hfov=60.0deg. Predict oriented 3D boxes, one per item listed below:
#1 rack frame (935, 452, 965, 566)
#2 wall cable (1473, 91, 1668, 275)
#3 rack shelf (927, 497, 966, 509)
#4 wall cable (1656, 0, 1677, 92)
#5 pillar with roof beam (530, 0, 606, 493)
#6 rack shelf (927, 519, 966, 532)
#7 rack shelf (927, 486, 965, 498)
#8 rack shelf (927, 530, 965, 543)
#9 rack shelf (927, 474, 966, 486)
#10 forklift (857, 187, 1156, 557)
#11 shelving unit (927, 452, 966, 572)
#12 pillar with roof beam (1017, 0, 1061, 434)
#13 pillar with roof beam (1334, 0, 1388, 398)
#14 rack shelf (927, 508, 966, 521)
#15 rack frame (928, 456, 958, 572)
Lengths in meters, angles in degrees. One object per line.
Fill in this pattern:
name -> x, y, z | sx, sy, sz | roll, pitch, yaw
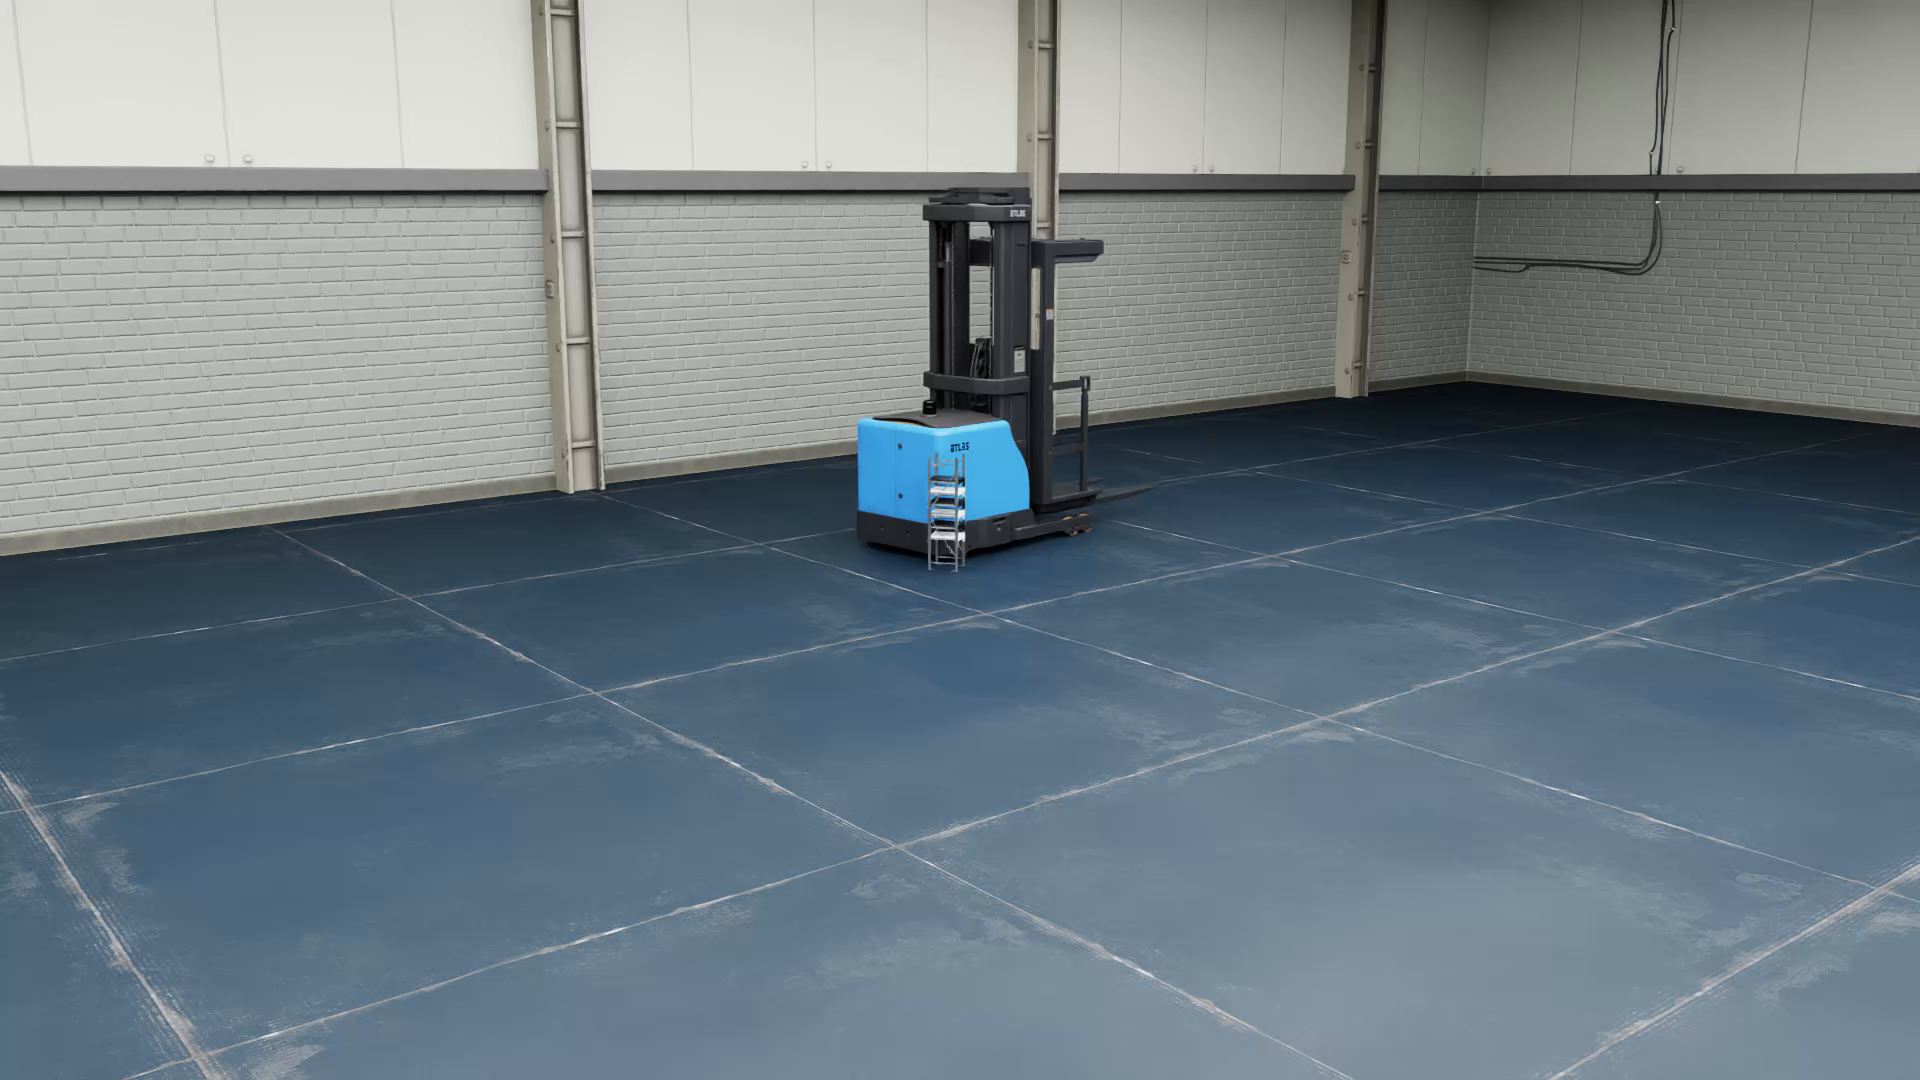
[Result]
rack frame -> -0.079, -0.240, 13.091 | 0.240, 0.900, 0.006 | 3, 13, 15
wall cable -> 8.729, -5.114, 24.022 | 0.112, 2.526, 3.097 | -9, 15, -38
rack shelf -> -0.106, -0.275, 12.984 | 0.258, 0.077, 0.200 | 3, 13, 15
wall cable -> 10.419, -7.145, 21.431 | 0.112, 2.526, 3.097 | -9, 15, -38
pillar with roof beam -> -1.079, -4.209, 12.288 | 0.400, 9.000, 9.100 | -9, 15, -38
rack shelf -> -0.106, -0.099, 13.022 | 0.258, 0.077, 0.200 | 3, 13, 15
rack shelf -> -0.106, -0.363, 12.965 | 0.258, 0.077, 0.200 | 3, 13, 15
rack shelf -> -0.106, -0.011, 13.041 | 0.258, 0.077, 0.200 | 3, 13, 15
rack shelf -> -0.106, -0.451, 12.946 | 0.258, 0.077, 0.200 | 3, 13, 15
forklift -> 0.528, -1.535, 14.300 | 1.130, 2.935, 3.031 | 11, 16, 43
shelving unit -> -0.106, -0.220, 12.996 | 0.258, 0.900, 0.210 | 3, 13, 15
pillar with roof beam -> 3.606, -4.988, 15.954 | 0.400, 9.000, 9.100 | -9, 15, -38
pillar with roof beam -> 8.291, -5.767, 19.621 | 0.400, 9.000, 9.100 | -9, 15, -38
rack shelf -> -0.106, -0.187, 13.003 | 0.258, 0.077, 0.200 | 3, 13, 15
rack frame -> -0.133, -0.199, 12.900 | 0.240, 0.900, 0.006 | 3, 13, 15
